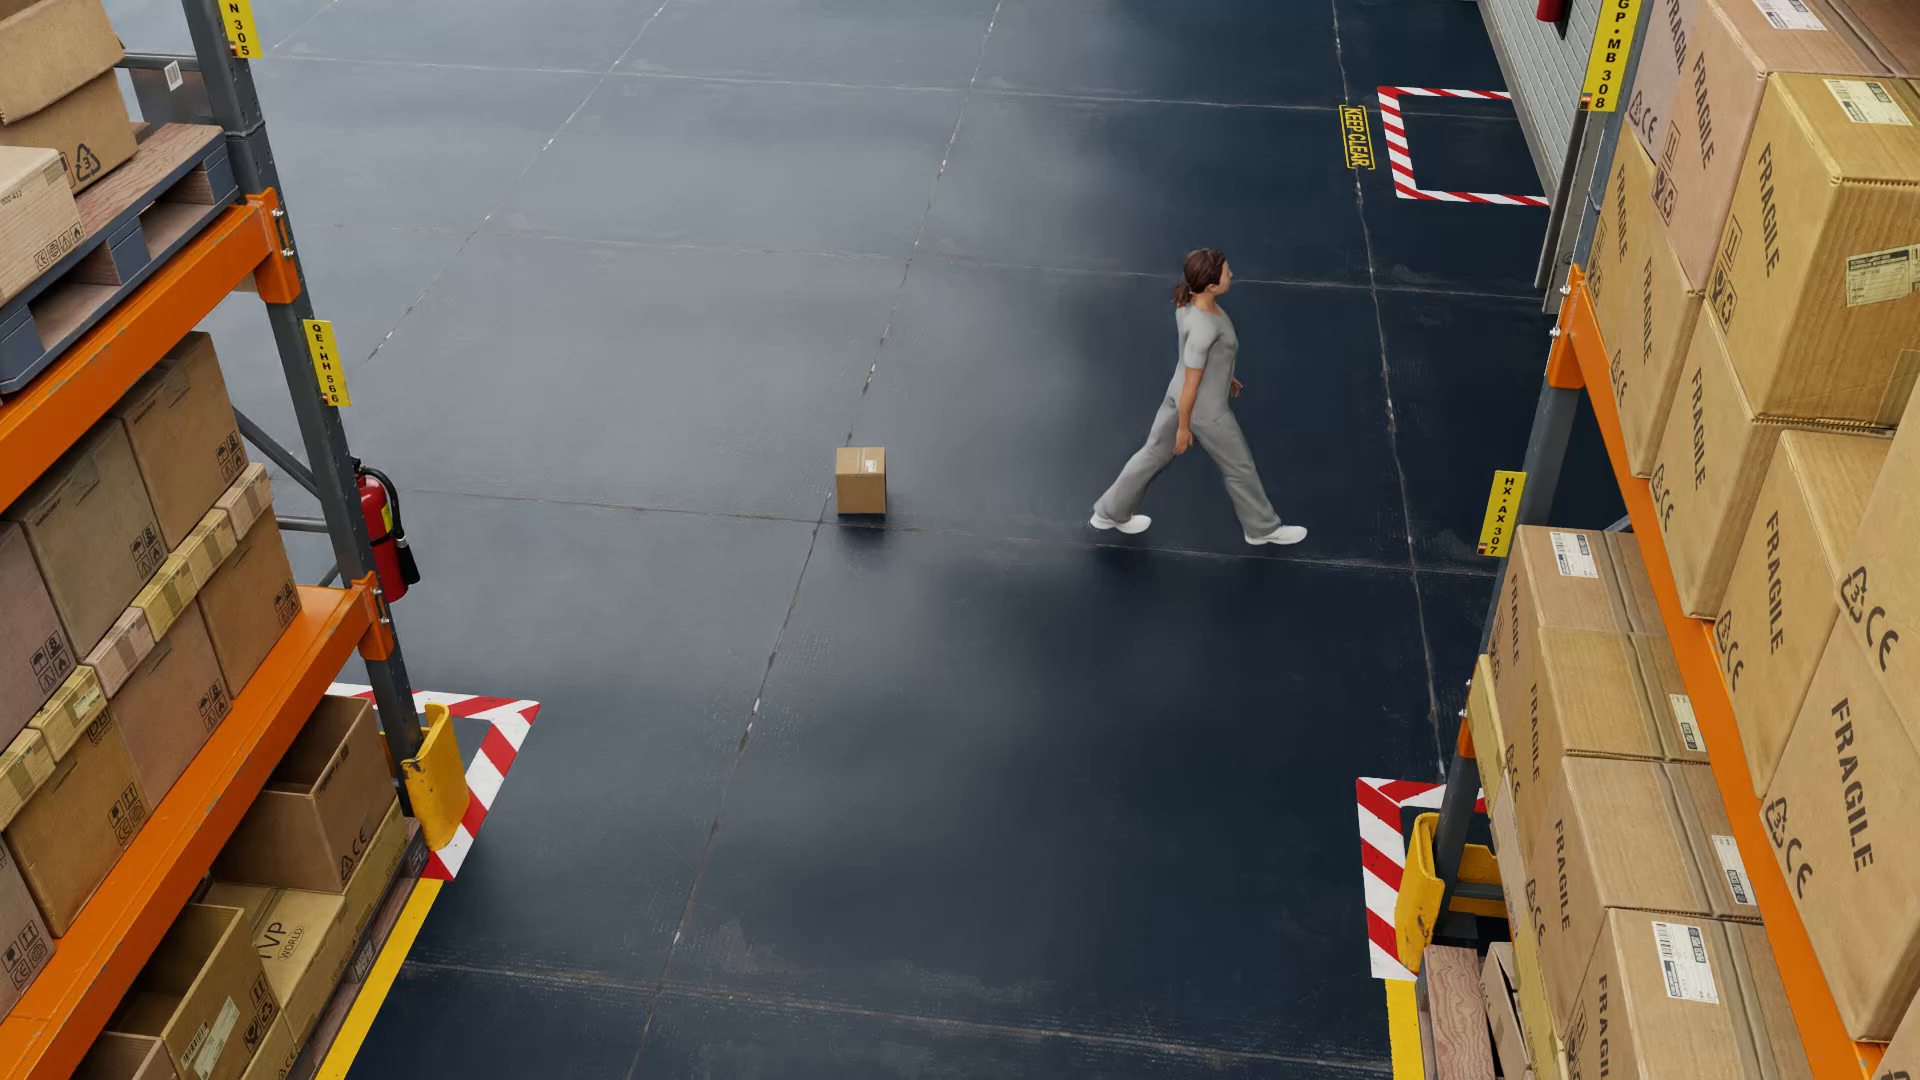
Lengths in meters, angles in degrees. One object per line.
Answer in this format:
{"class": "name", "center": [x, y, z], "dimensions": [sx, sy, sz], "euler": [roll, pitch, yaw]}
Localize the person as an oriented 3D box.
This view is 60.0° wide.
{"class": "person", "center": [1.194, -0.674, 7.959], "dimensions": [1.062, 1.606, 0.471], "euler": [-4, 36, -6]}
